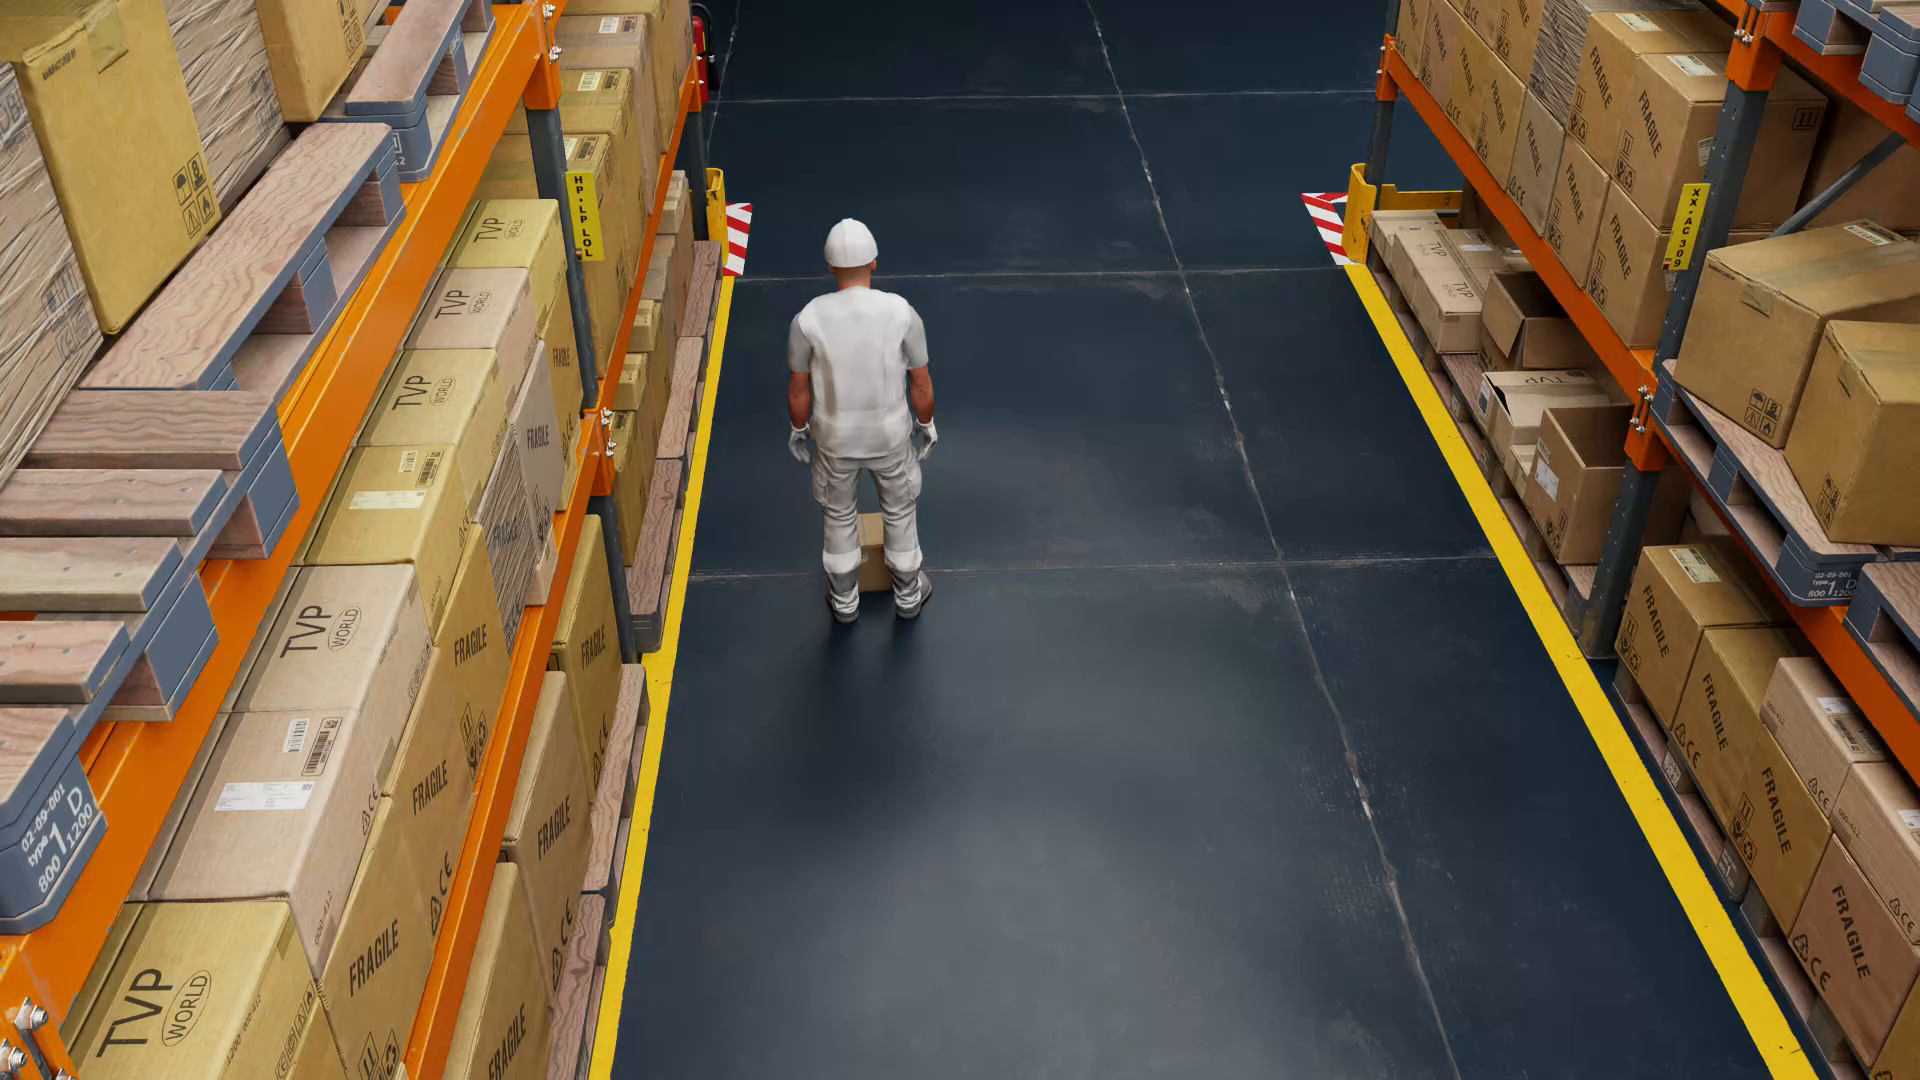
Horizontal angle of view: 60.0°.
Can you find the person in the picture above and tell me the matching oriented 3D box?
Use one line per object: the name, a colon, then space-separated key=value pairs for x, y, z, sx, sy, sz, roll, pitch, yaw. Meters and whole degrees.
person: x=-0.394 y=-0.443 z=6.766 sx=0.608 sy=1.779 sz=0.453 roll=-2 pitch=35 yaw=-2
